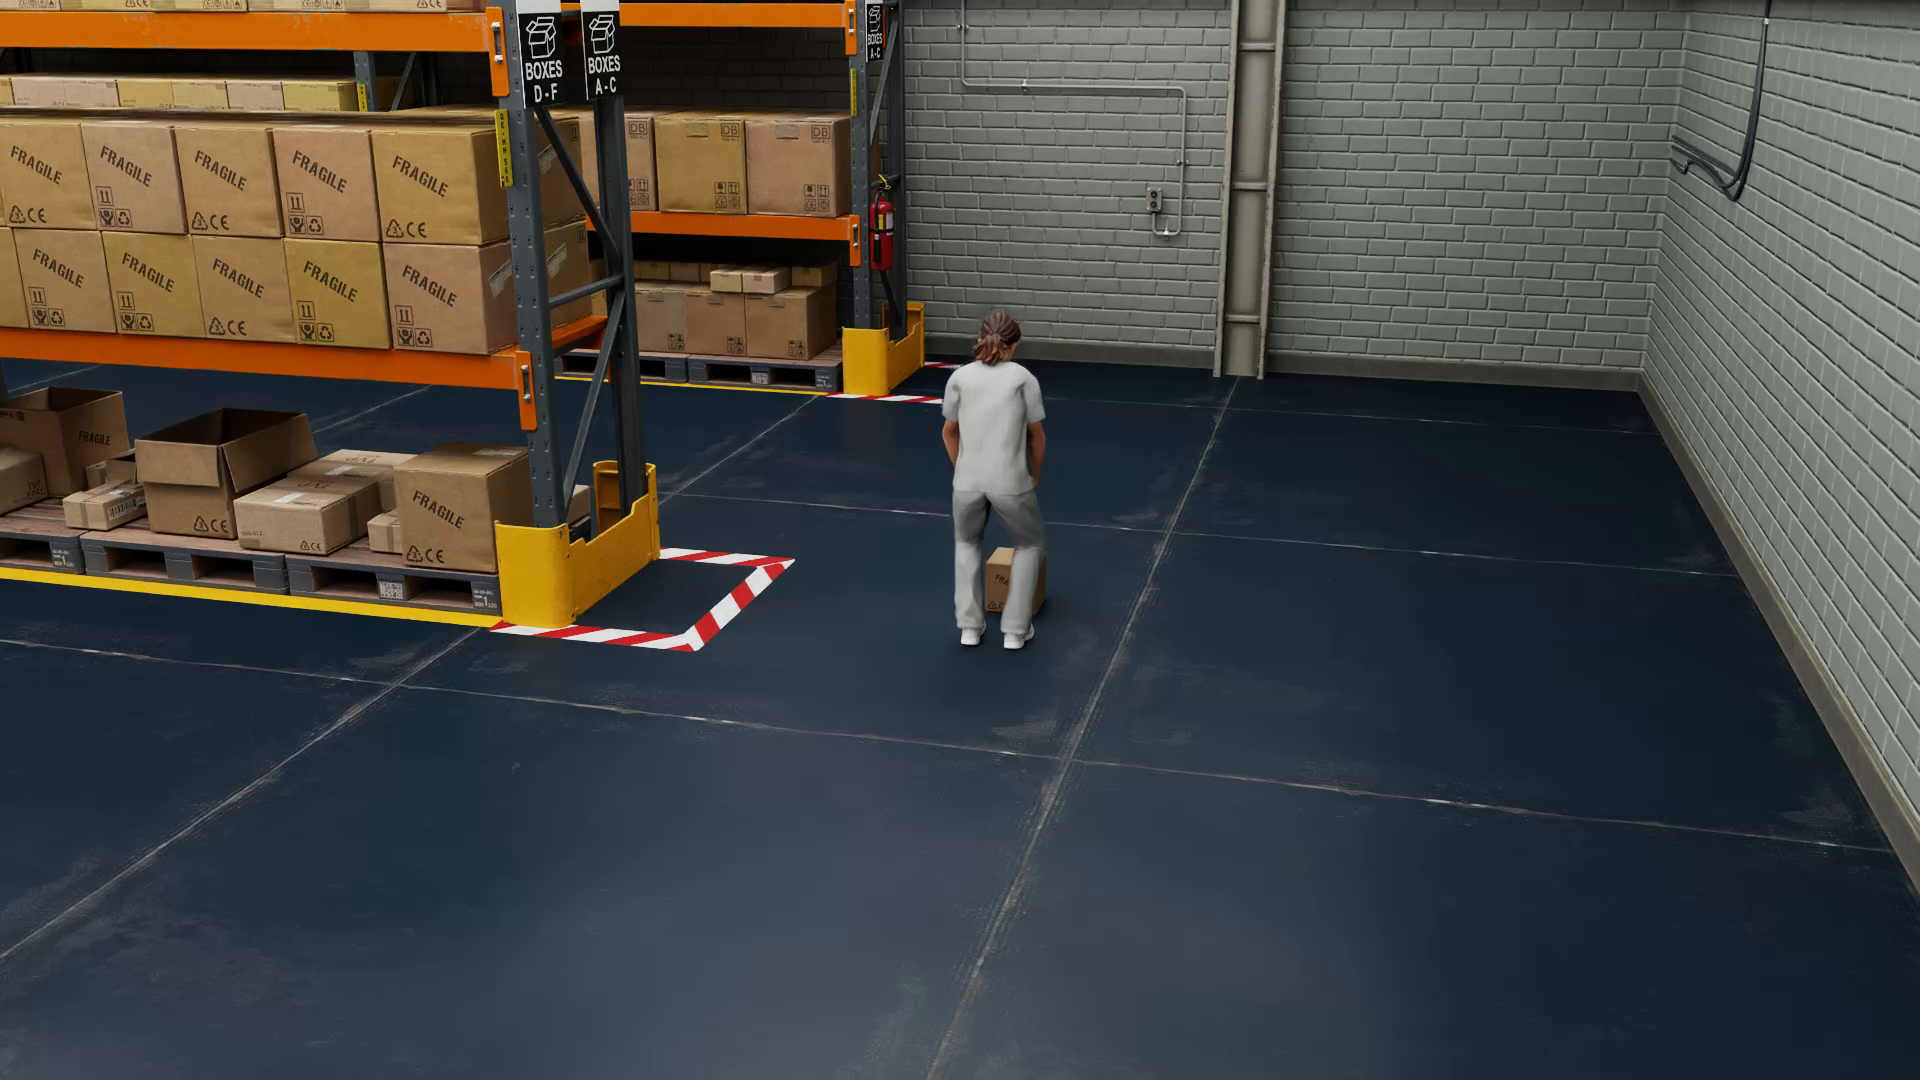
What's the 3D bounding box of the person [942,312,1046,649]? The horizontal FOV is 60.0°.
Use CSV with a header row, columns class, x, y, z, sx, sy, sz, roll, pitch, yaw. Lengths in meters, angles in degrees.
class,x,y,z,sx,sy,sz,roll,pitch,yaw
person,0.144,-0.254,7.630,0.483,1.494,0.532,5,19,14
